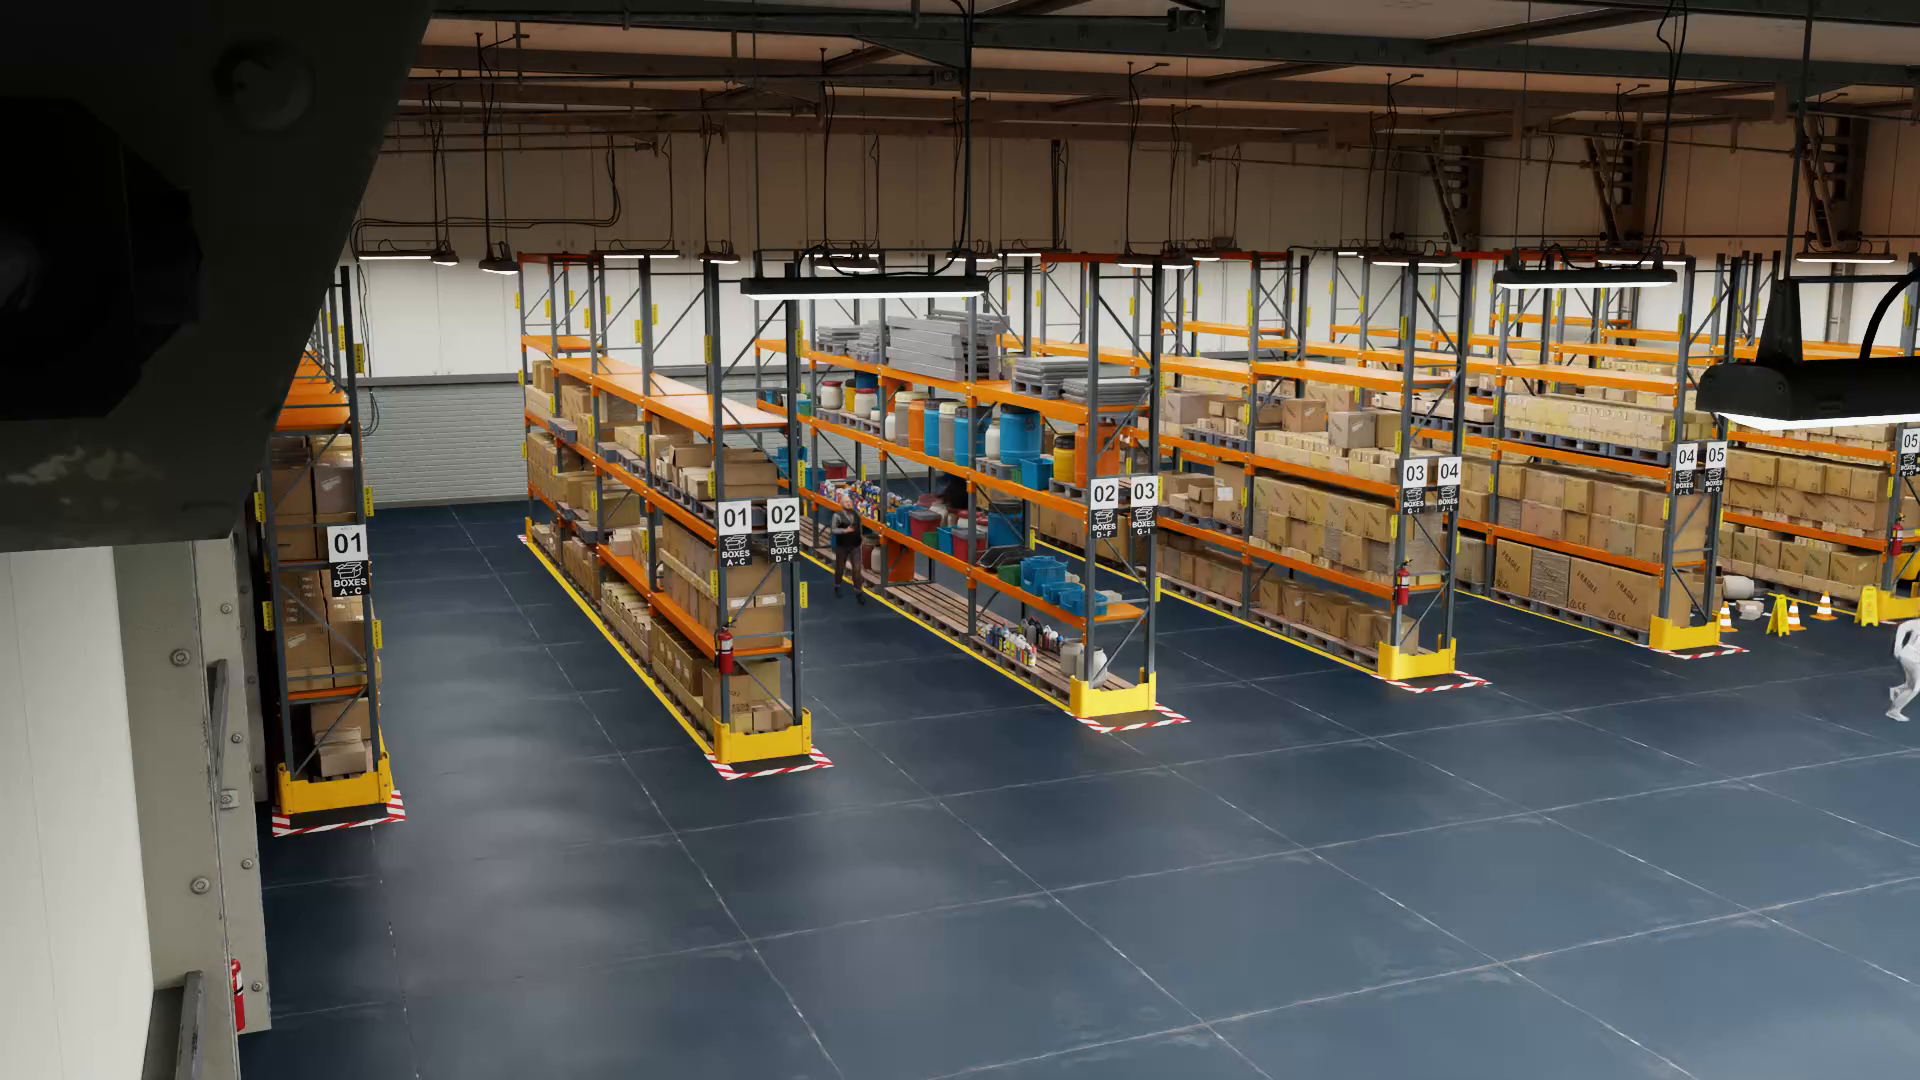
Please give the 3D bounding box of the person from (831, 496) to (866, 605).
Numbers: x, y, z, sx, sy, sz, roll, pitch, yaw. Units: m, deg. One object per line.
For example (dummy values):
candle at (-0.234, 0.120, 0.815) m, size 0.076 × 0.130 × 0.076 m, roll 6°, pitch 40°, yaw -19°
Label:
person at (-1.862, 0.150, 27.784) m, size 0.642 × 1.776 × 0.807 m, roll -5°, pitch 11°, yaw -24°

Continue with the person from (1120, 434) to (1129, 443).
person at (3.998, -1.921, 40.645) m, size 0.702 × 1.819 × 0.760 m, roll 7°, pitch 13°, yaw 35°

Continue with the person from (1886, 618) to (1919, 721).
person at (12.609, 1.605, 21.842) m, size 0.659 × 1.628 × 0.597 m, roll 4°, pitch 11°, yaw 20°
